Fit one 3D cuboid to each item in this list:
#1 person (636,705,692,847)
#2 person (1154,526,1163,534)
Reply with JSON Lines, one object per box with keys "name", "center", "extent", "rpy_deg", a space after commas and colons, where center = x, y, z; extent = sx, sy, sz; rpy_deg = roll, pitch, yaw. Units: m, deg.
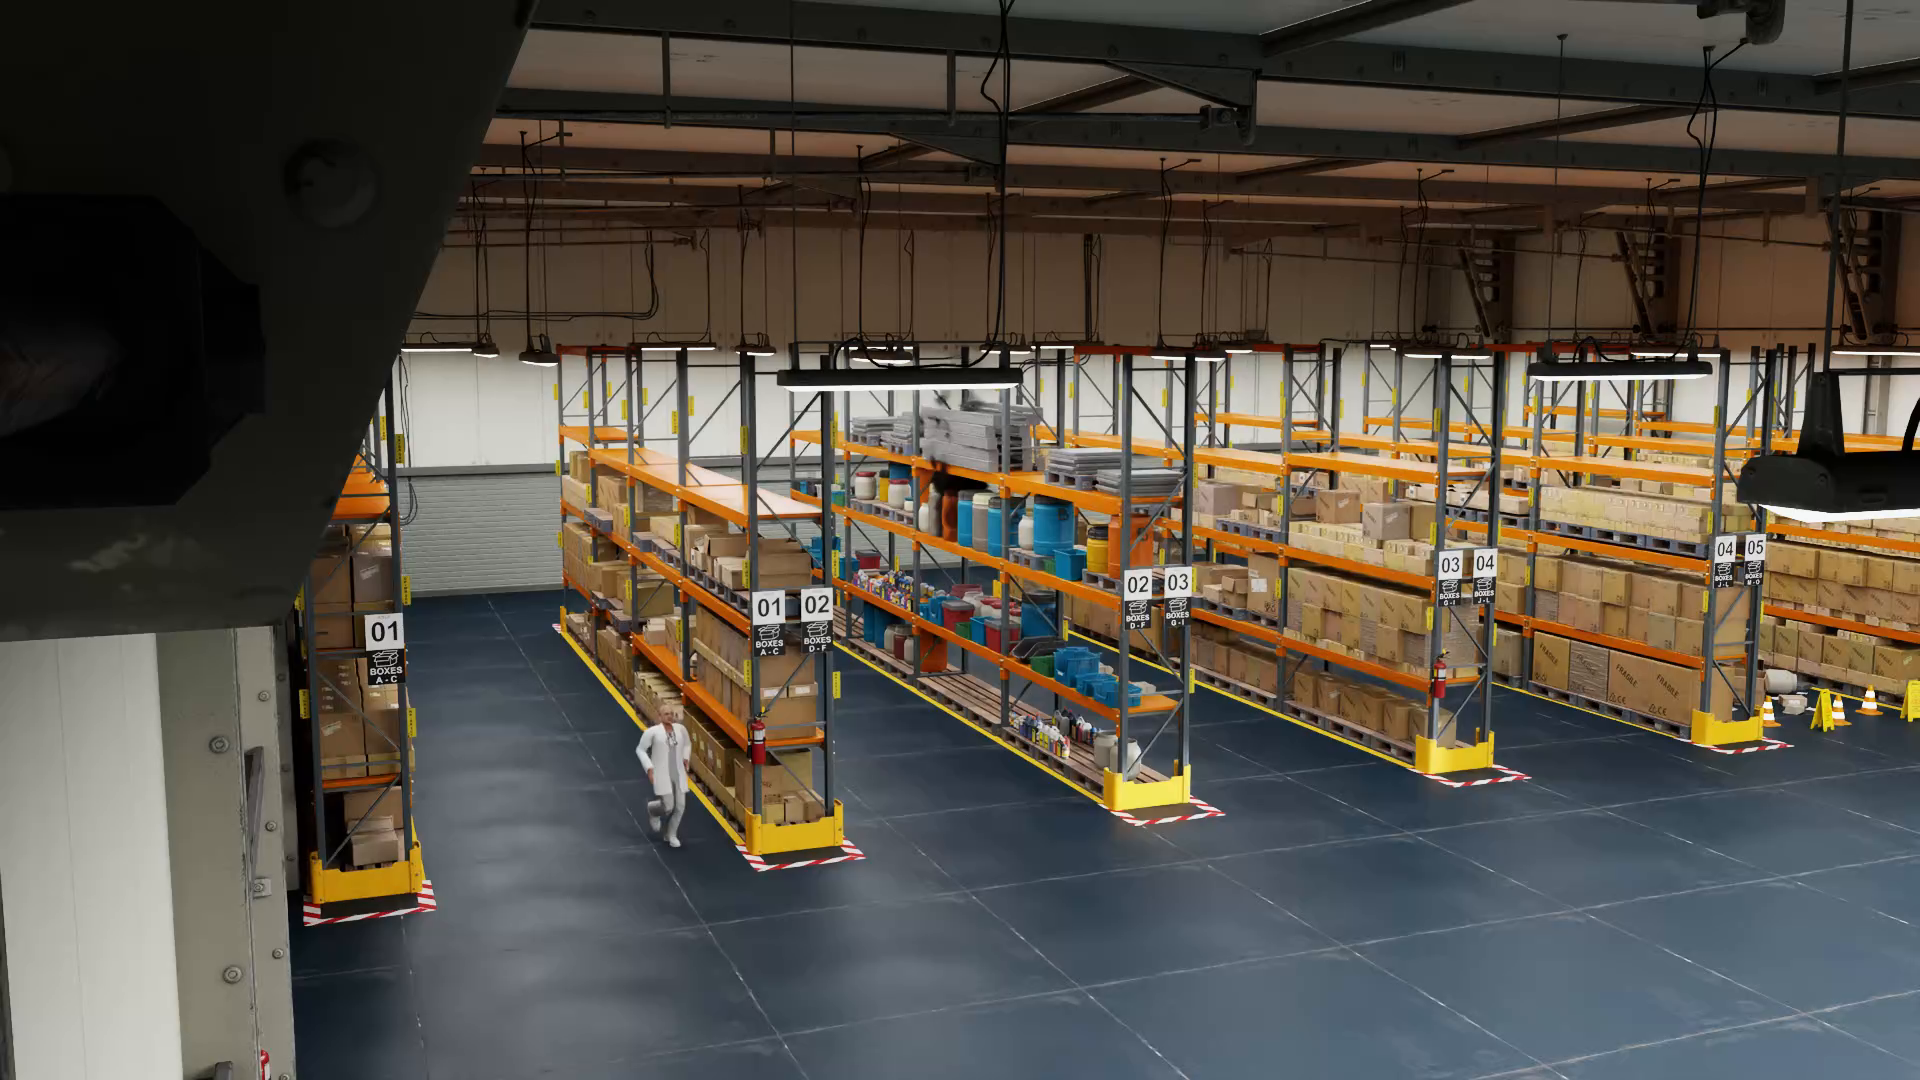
{"name": "person", "center": [-3.608, 2.886, 20.499], "extent": [0.709, 1.737, 0.640], "rpy_deg": [-5, 9, -33]}
{"name": "person", "center": [4.622, 0.526, 39.098], "extent": [0.703, 1.745, 0.654], "rpy_deg": [0, 7, -1]}
